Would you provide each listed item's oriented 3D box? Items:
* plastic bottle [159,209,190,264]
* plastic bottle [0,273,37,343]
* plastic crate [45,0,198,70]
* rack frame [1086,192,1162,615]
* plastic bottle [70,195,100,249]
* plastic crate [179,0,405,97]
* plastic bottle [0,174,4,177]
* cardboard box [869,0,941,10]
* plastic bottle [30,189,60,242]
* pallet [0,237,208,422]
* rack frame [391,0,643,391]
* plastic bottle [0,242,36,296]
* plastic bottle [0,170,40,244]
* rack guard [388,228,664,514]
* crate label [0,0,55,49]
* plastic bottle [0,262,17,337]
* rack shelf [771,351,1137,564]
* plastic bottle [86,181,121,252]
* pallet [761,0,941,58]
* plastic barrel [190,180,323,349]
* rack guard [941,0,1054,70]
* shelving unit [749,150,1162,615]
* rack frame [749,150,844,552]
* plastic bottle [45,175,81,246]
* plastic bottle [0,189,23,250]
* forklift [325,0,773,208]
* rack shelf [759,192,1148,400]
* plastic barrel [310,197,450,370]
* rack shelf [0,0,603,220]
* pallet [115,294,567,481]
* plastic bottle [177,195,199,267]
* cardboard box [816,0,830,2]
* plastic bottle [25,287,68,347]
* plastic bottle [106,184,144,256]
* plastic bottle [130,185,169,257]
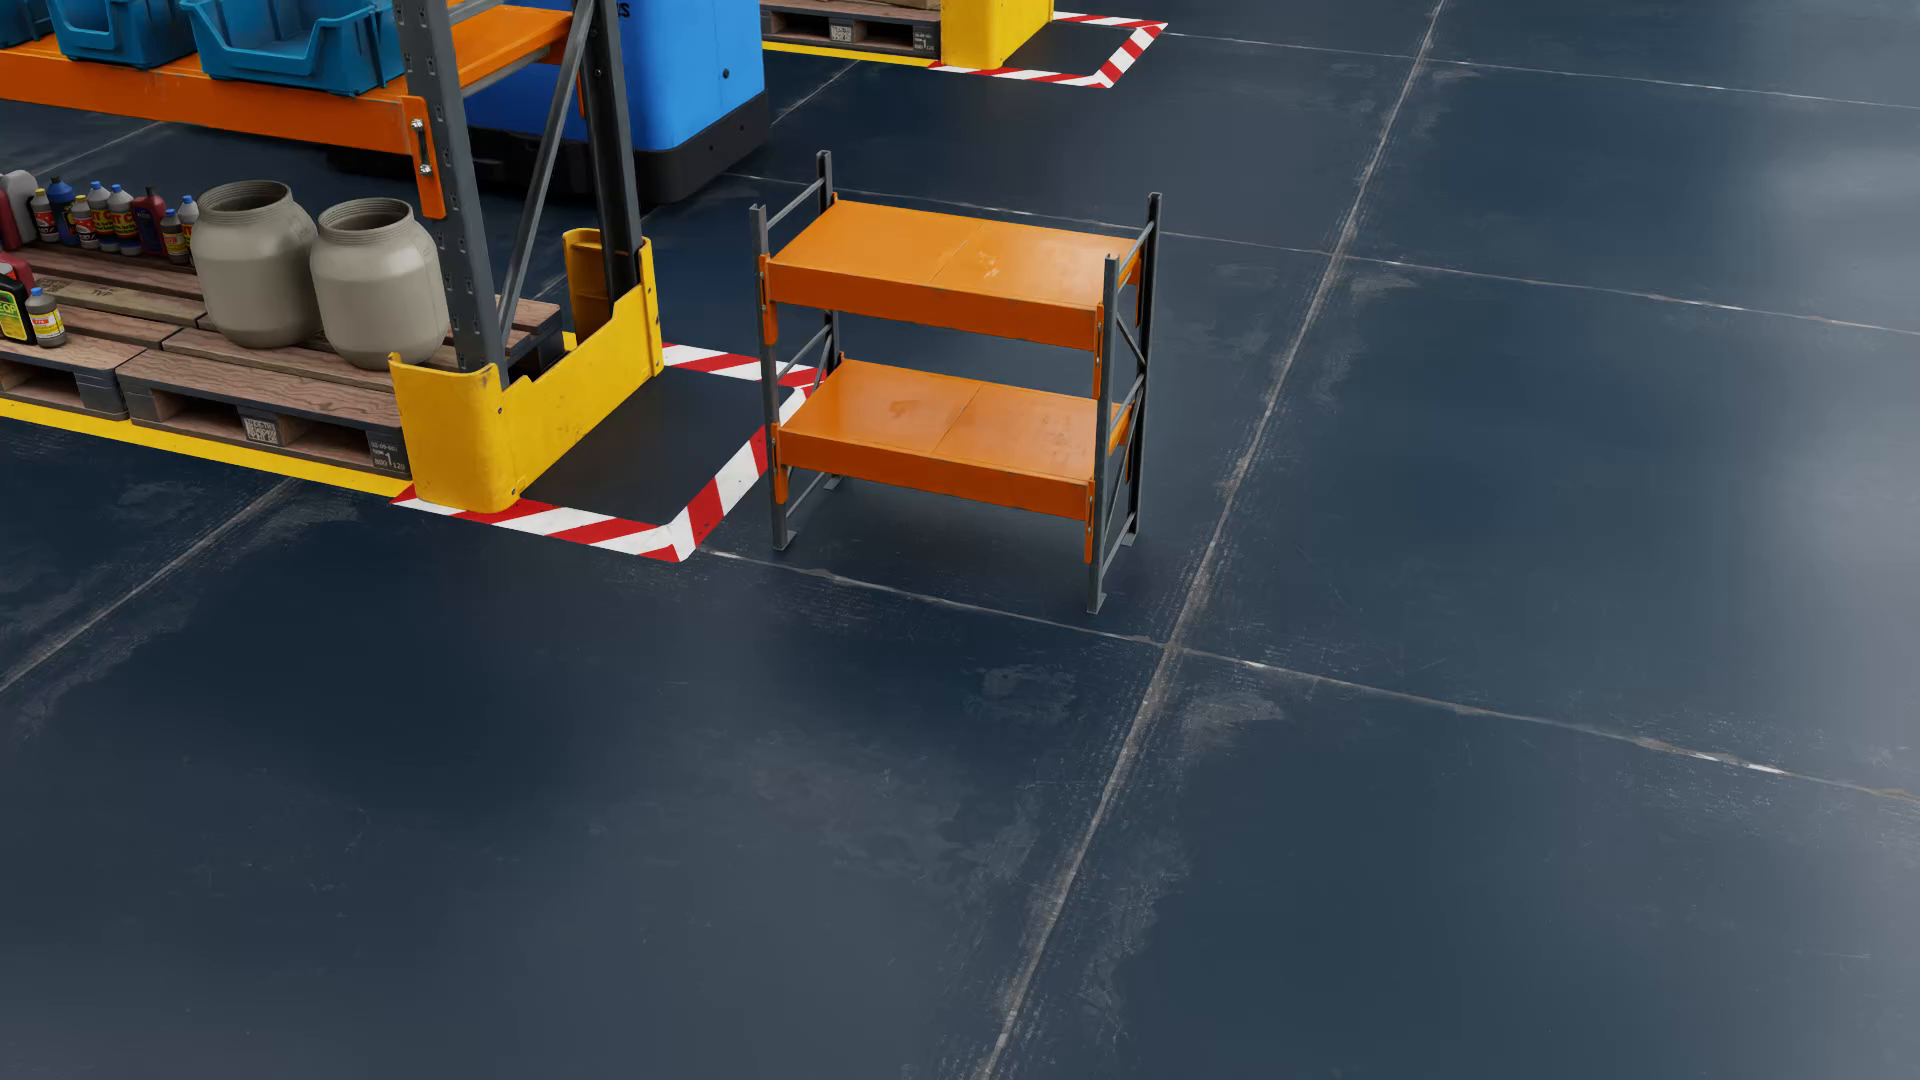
[{"bbox_3d":[-3.066,-1.194,6.508,0.097,0.201,0.097,0,33,0],"label":"plastic bottle"},{"bbox_3d":[-3.360,-0.843,5.888,0.133,0.283,0.061,12,35,18],"label":"plastic bottle"},{"bbox_3d":[-2.549,-1.673,5.213,0.408,0.251,0.499,11,34,16],"label":"plastic crate"},{"bbox_3d":[0.472,-0.381,4.803,0.032,1.125,0.500,11,34,16],"label":"rack frame"},{"bbox_3d":[-3.479,-1.274,6.632,0.097,0.201,0.097,0,33,0],"label":"plastic bottle"},{"bbox_3d":[-1.939,-1.551,5.024,0.616,0.251,0.499,11,34,16],"label":"plastic crate"},{"bbox_3d":[-3.945,-1.414,6.711,0.185,0.351,0.144,11,34,16],"label":"plastic bottle"},{"bbox_3d":[-0.279,-3.453,9.750,0.500,0.500,0.500,18,37,25],"label":"cardboard box"},{"bbox_3d":[-3.673,-1.312,6.690,0.097,0.201,0.097,0,33,0],"label":"plastic bottle"},{"bbox_3d":[-3.362,-0.869,6.401,1.213,0.211,1.003,11,34,16],"label":"pallet"},{"bbox_3d":[-1.367,-1.675,5.078,0.127,3.000,1.000,11,34,16],"label":"rack frame"},{"bbox_3d":[-3.437,-0.945,6.047,0.133,0.283,0.061,11,34,16],"label":"plastic bottle"},{"bbox_3d":[-3.793,-1.351,6.682,0.135,0.276,0.152,12,35,17],"label":"plastic bottle"},{"bbox_3d":[-1.455,-0.614,5.741,0.348,0.500,1.175,11,34,16],"label":"rack guard"},{"bbox_3d":[-3.191,-1.888,5.377,0.616,0.435,0.502,11,34,16],"label":"crate label"},{"bbox_3d":[-3.472,-0.888,5.965,0.135,0.276,0.152,11,35,17],"label":"plastic bottle"},{"bbox_3d":[-0.006,-0.268,5.079,1.000,0.278,0.538,11,34,16],"label":"rack shelf"},{"bbox_3d":[-3.386,-1.285,6.585,0.097,0.271,0.097,0,33,0],"label":"plastic bottle"},{"bbox_3d":[-0.521,-3.213,10.032,1.213,0.211,1.003,11,34,16],"label":"pallet"},{"bbox_3d":[-2.484,-0.979,5.908,0.421,0.512,0.421,0,33,0],"label":"plastic barrel"},{"bbox_3d":[0.232,-3.168,9.695,0.348,0.500,1.175,11,34,16],"label":"rack guard"},{"bbox_3d":[-0.006,-0.474,4.947,1.048,1.125,0.538,11,34,16],"label":"shelving unit"},{"bbox_3d":[-0.485,-0.567,5.091,0.032,1.125,0.500,11,34,16],"label":"rack frame"},{"bbox_3d":[-3.577,-1.322,6.642,0.097,0.271,0.097,0,33,0],"label":"plastic bottle"},{"bbox_3d":[-3.828,-1.299,6.596,0.133,0.283,0.061,11,34,16],"label":"plastic bottle"},{"bbox_3d":[-2.494,-3.222,7.539,3.031,2.935,1.130,12,35,18],"label":"forklift"},{"bbox_3d":[-0.006,-0.720,4.788,1.000,0.278,0.538,11,34,16],"label":"rack shelf"},{"bbox_3d":[-2.013,-0.887,5.765,0.421,0.512,0.421,0,33,0],"label":"plastic barrel"},{"bbox_3d":[-3.250,-1.738,5.840,4.000,0.370,1.077,11,34,16],"label":"rack shelf"},{"bbox_3d":[-2.218,-0.645,6.054,1.213,0.211,1.003,11,34,16],"label":"pallet"},{"bbox_3d":[-2.969,-1.204,6.459,0.097,0.271,0.097,0,33,0],"label":"plastic bottle"},{"bbox_3d":[-0.853,-3.545,9.892,0.500,0.500,0.500,21,38,29],"label":"cardboard box"},{"bbox_3d":[-3.244,-0.796,5.892,0.097,0.201,0.097,0,33,0],"label":"plastic bottle"},{"bbox_3d":[-3.292,-1.267,6.557,0.097,0.271,0.097,0,33,0],"label":"plastic bottle"},{"bbox_3d":[-3.176,-1.260,6.535,0.133,0.283,0.061,12,35,17],"label":"plastic bottle"}]
